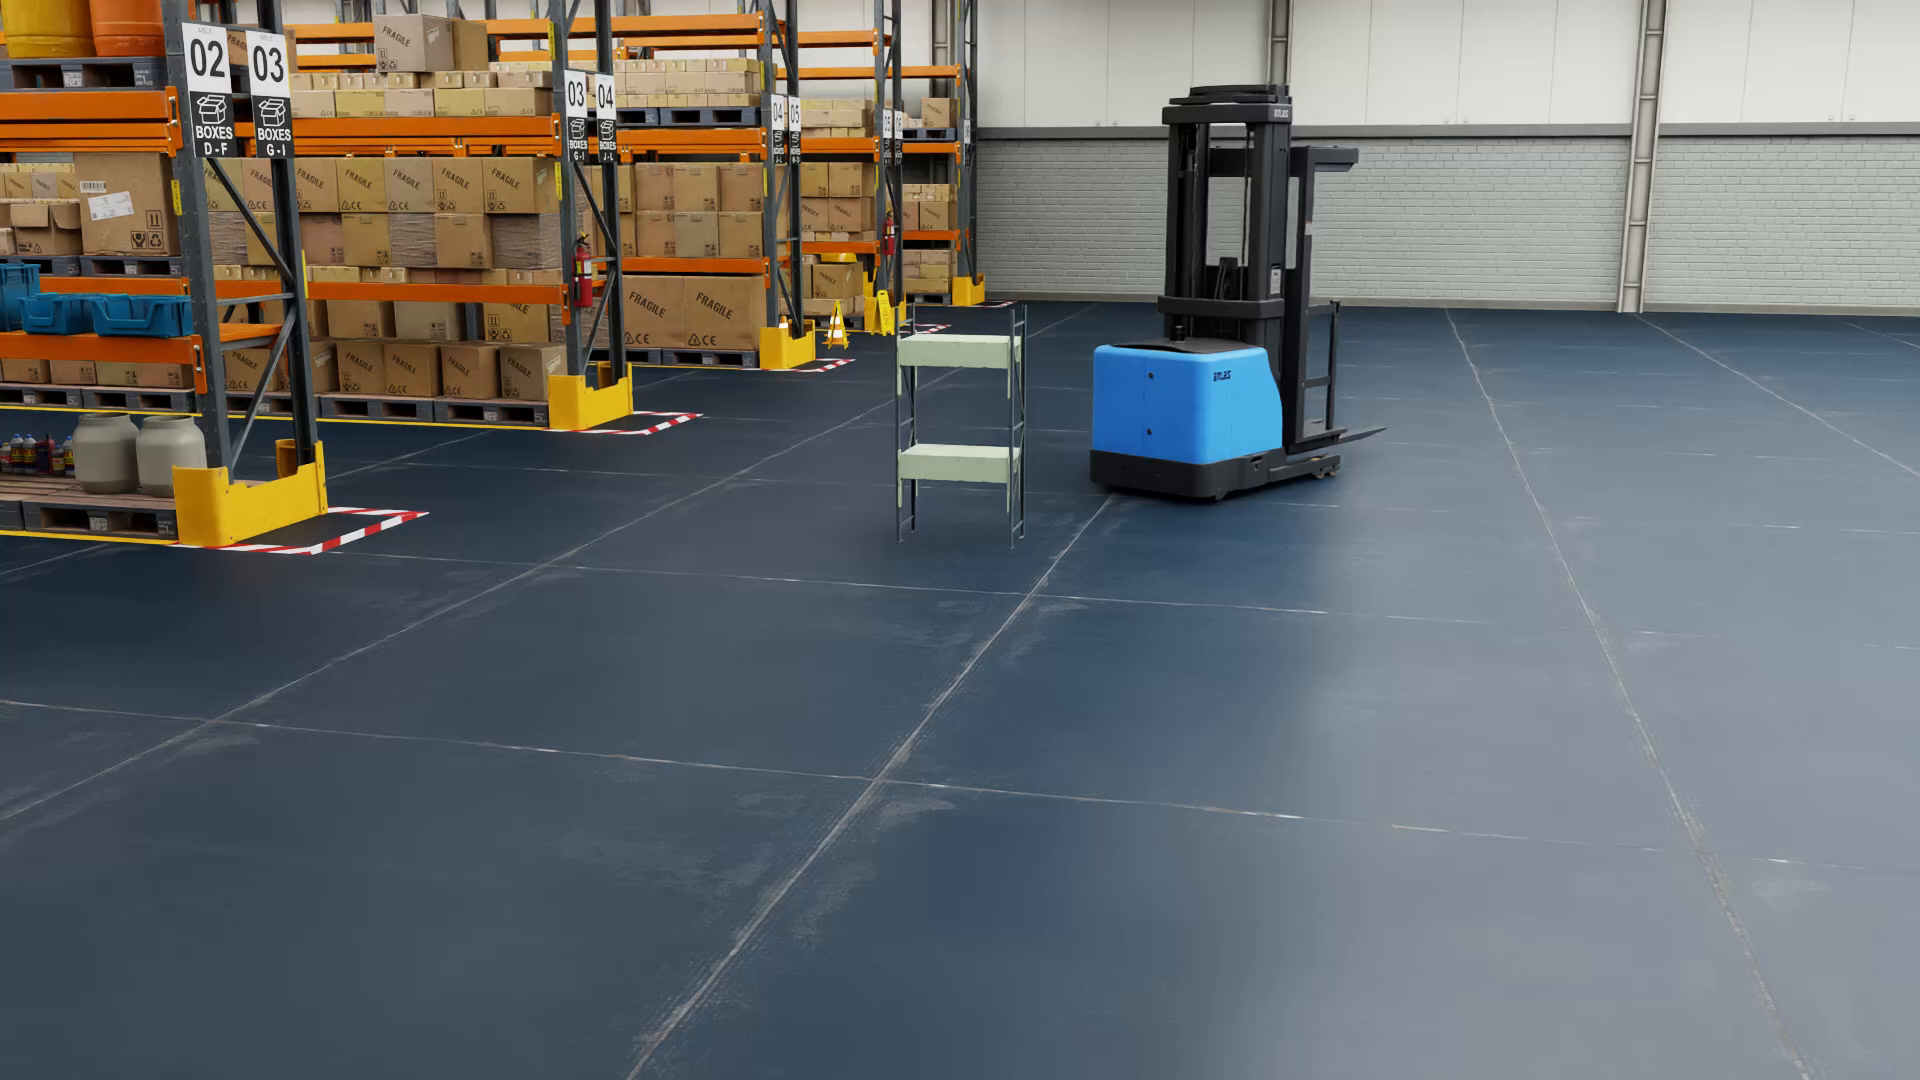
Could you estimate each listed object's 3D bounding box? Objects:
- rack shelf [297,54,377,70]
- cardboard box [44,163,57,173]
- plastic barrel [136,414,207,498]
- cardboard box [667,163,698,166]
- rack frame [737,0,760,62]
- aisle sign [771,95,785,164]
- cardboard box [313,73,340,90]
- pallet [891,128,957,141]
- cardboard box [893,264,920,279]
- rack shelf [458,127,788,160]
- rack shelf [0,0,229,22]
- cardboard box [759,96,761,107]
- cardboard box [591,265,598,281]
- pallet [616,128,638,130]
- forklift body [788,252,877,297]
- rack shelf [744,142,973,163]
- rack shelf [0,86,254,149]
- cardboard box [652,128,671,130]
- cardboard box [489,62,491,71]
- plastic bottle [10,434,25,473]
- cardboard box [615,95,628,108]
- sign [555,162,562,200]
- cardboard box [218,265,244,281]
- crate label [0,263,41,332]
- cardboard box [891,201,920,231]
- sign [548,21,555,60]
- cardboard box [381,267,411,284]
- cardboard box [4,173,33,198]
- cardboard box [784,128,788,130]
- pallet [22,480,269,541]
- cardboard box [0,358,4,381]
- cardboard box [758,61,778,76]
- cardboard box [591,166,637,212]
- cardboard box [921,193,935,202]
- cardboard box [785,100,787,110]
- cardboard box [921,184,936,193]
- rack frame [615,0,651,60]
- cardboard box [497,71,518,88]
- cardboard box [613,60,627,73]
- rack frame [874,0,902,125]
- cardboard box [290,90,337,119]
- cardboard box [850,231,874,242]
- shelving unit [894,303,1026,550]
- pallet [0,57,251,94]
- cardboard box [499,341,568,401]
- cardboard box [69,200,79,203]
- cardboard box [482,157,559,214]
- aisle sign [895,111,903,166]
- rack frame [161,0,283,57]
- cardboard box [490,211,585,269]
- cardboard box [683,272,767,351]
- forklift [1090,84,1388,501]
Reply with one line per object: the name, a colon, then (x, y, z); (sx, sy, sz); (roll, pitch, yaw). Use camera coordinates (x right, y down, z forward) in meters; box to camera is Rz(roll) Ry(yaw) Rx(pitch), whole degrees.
rack shelf: (-10.762, -7.582, 26.716); (4.000, 0.370, 1.077); (3, 13, 14)
cardboard box: (-15.053, -6.218, 27.796); (0.250, 0.149, 0.380); (3, 13, 14)
plastic barrel: (-5.272, -0.564, 11.124); (0.421, 0.512, 0.421); (0, 13, 0)
cardboard box: (-4.071, -5.471, 25.241); (0.500, 0.500, 0.700); (3, 13, 14)
rack frame: (-3.751, -8.861, 29.897); (0.127, 3.000, 1.000); (3, 13, 14)
aisle sign: (-2.144, -4.837, 19.608); (0.004, 0.787, 0.394); (3, 13, 14)
cardboard box: (-5.794, -4.249, 15.459); (0.250, 0.149, 0.380); (3, 13, 12)
pallet: (-0.548, -7.188, 29.486); (1.213, 0.211, 1.003); (3, 13, 14)
cardboard box: (-0.899, -4.819, 29.755); (0.500, 0.250, 0.500); (3, 13, 13)
rack shelf: (-4.083, -4.852, 20.411); (4.000, 0.370, 1.077); (3, 13, 14)
rack shelf: (-9.253, -5.290, 16.388); (4.000, 0.370, 1.077); (3, 13, 14)
cardboard box: (-2.397, -5.315, 20.221); (0.250, 0.149, 0.380); (3, 13, 14)
cardboard box: (-3.647, -2.539, 15.833); (0.250, 0.149, 0.380); (3, 13, 14)
pallet: (-5.511, -6.315, 25.782); (1.003, 0.211, 1.213); (3, 13, 14)
forklift body: (-2.146, -5.025, 28.418); (1.214, 2.155, 2.313); (3, 13, 14)
rack shelf: (-1.809, -6.942, 29.832); (4.000, 0.370, 1.077); (3, 13, 14)
rack shelf: (-6.556, -2.772, 11.039); (4.000, 0.370, 1.077); (3, 13, 14)
cardboard box: (-4.453, -6.136, 25.122); (0.250, 0.149, 0.380); (3, 13, 14)
cardboard box: (-5.753, -5.737, 20.278); (0.250, 0.149, 0.380); (3, 13, 14)
plastic bottle: (-6.730, -0.621, 11.889); (0.097, 0.271, 0.097); (0, 13, 0)
cardboard box: (-4.026, -5.255, 19.950); (0.250, 0.149, 0.380); (3, 13, 14)
sign: (-3.580, -3.201, 14.832); (0.005, 0.325, 0.100); (3, 13, 14)
cardboard box: (-6.935, -2.592, 16.069); (0.250, 0.149, 0.380); (3, 13, 14)
crate label: (-6.466, -1.611, 10.989); (0.616, 0.435, 0.502); (3, 13, 14)
cardboard box: (-0.910, -5.773, 29.597); (0.500, 0.500, 0.500); (3, 13, 15)
sign: (-3.580, -4.378, 14.571); (0.005, 0.325, 0.100); (3, 13, 14)
cardboard box: (-5.235, -2.501, 15.662); (0.250, 0.149, 0.380); (3, 13, 14)
cardboard box: (-15.686, -5.938, 28.033); (0.500, 0.500, 0.500); (3, 13, 12)
cardboard box: (-2.449, -6.039, 24.684); (0.250, 0.149, 0.380); (3, 13, 13)
pallet: (-5.487, -0.231, 11.289); (1.213, 0.211, 1.003); (3, 13, 14)
cardboard box: (-9.998, -1.950, 17.352); (0.500, 0.500, 0.700); (2, 13, 9)
cardboard box: (-2.389, -5.704, 20.130); (0.250, 0.149, 0.380); (3, 13, 14)
cardboard box: (-4.105, -4.329, 20.482); (0.500, 0.550, 0.875); (3, 13, 14)
cardboard box: (-0.527, -6.056, 29.377); (0.250, 0.149, 0.380); (3, 13, 14)
cardboard box: (-2.415, -6.436, 24.632); (0.250, 0.149, 0.380); (3, 13, 14)
cardboard box: (-0.513, -6.216, 29.410); (0.250, 0.149, 0.380); (3, 13, 14)
rack frame: (-4.937, -7.817, 25.192); (0.127, 3.000, 1.000); (3, 13, 14)
cardboard box: (-3.997, -4.170, 15.102); (0.250, 0.149, 0.380); (3, 13, 12)
cardboard box: (-4.030, -5.645, 19.864); (0.250, 0.149, 0.380); (3, 13, 14)
rack frame: (-1.053, -7.610, 24.256); (0.127, 3.000, 1.000); (3, 13, 14)
cardboard box: (-5.941, -4.064, 15.547); (0.500, 0.250, 0.500); (3, 13, 11)
cardboard box: (-1.468, -4.533, 24.818); (0.250, 0.149, 0.380); (4, 13, 15)
shelving unit: (0.006, -0.732, 10.570); (0.755, 1.500, 0.431); (3, 13, 14)
pallet: (-5.394, -2.991, 10.800); (1.213, 0.211, 1.003); (3, 13, 14)
cardboard box: (-4.030, -1.617, 15.900); (0.500, 0.500, 0.500); (6, 14, 24)
cardboard box: (-11.484, -4.405, 21.902); (0.250, 0.149, 0.380); (3, 13, 14)
cardboard box: (-4.021, -3.256, 15.256); (0.500, 0.500, 0.500); (3, 13, 14)
aisle sign: (-0.919, -6.012, 24.904); (0.004, 0.787, 0.394); (3, 13, 14)
rack frame: (-4.614, -4.484, 10.169); (0.127, 3.000, 1.000); (3, 13, 14)
cardboard box: (-3.955, -2.825, 15.624); (0.500, 0.500, 0.875); (3, 13, 14)
cardboard box: (-2.815, -2.824, 20.471); (0.875, 0.875, 0.875); (3, 13, 14)
forklift: (2.331, -1.969, 12.840); (1.130, 2.935, 3.031); (11, 17, 41)
